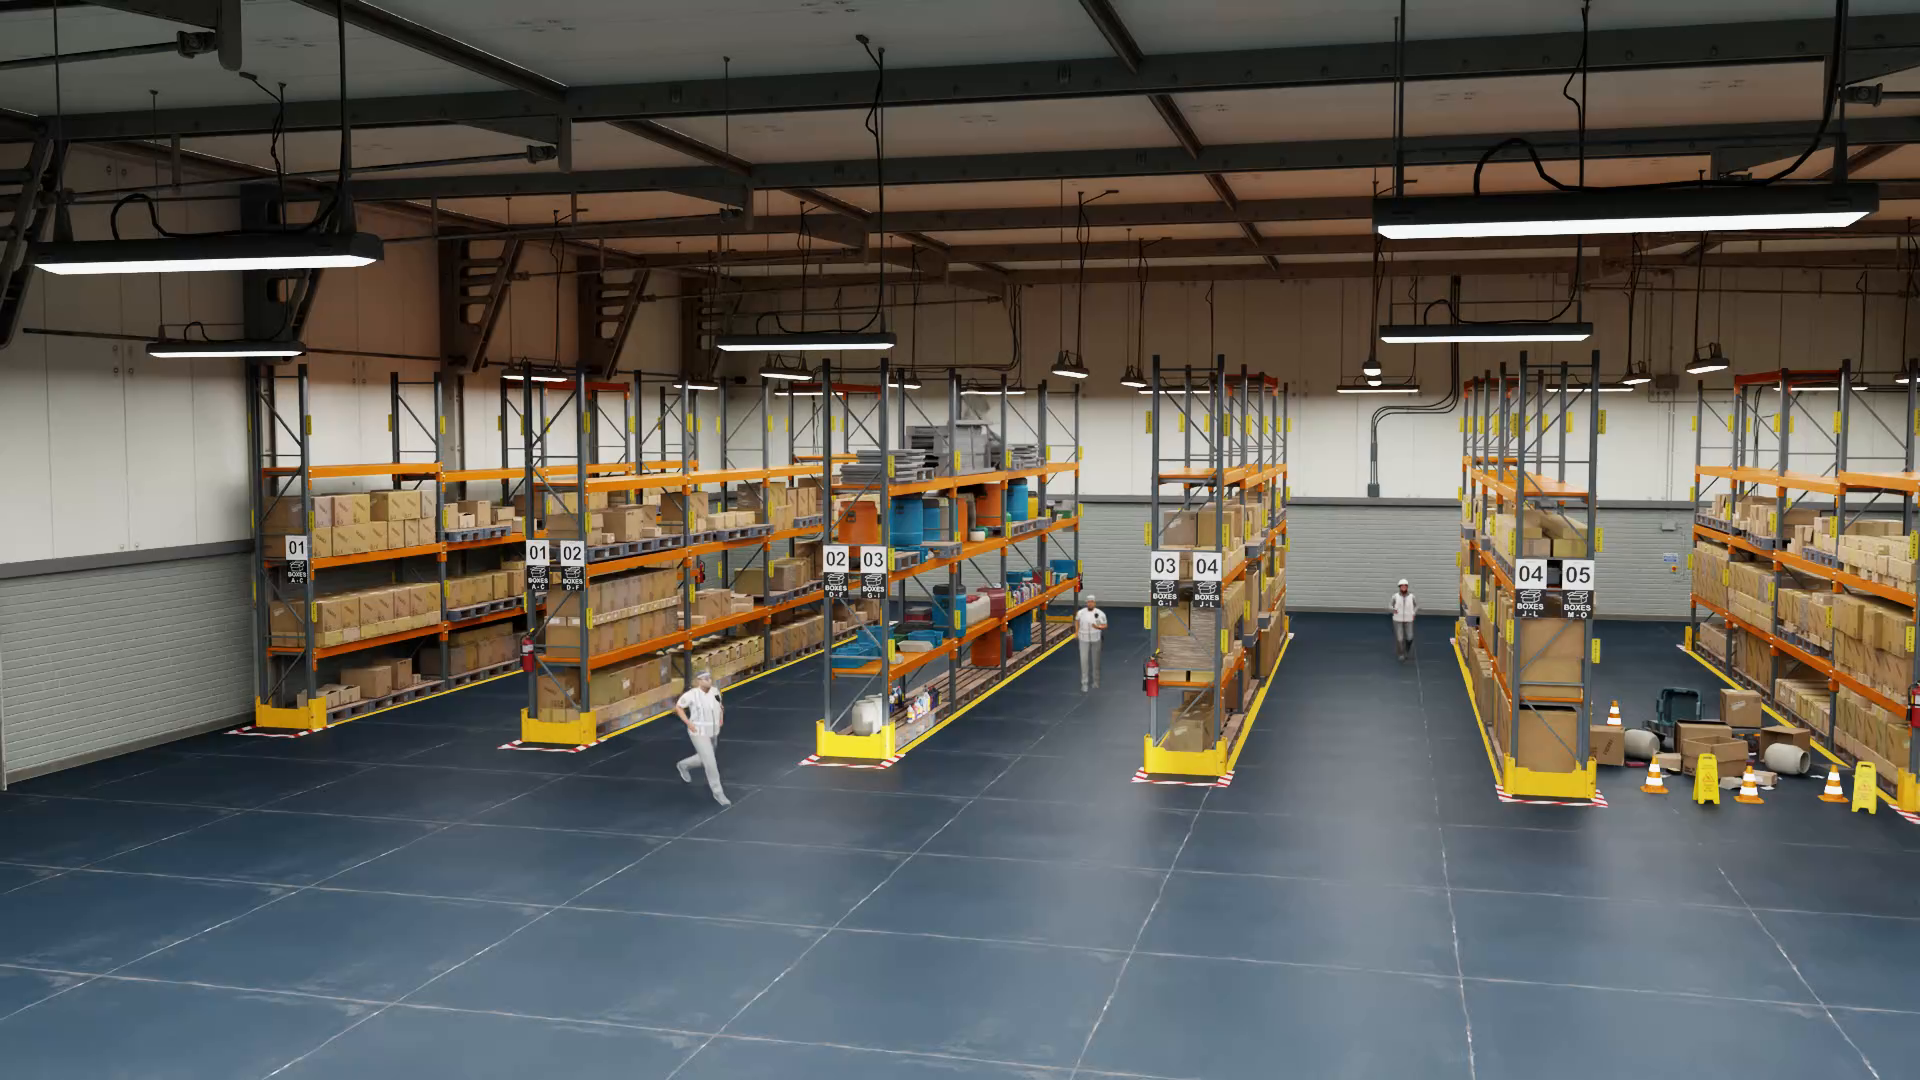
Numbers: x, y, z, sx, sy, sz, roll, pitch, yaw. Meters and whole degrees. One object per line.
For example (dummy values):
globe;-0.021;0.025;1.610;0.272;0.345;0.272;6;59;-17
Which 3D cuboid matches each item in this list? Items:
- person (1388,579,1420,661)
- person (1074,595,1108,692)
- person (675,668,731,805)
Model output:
person;9.390;1.701;35.149;0.648;1.727;0.590;1;4;12
person;2.326;1.828;29.631;0.603;1.701;0.857;0;4;6
person;-3.437;2.595;22.324;1.142;1.799;0.630;3;5;36
